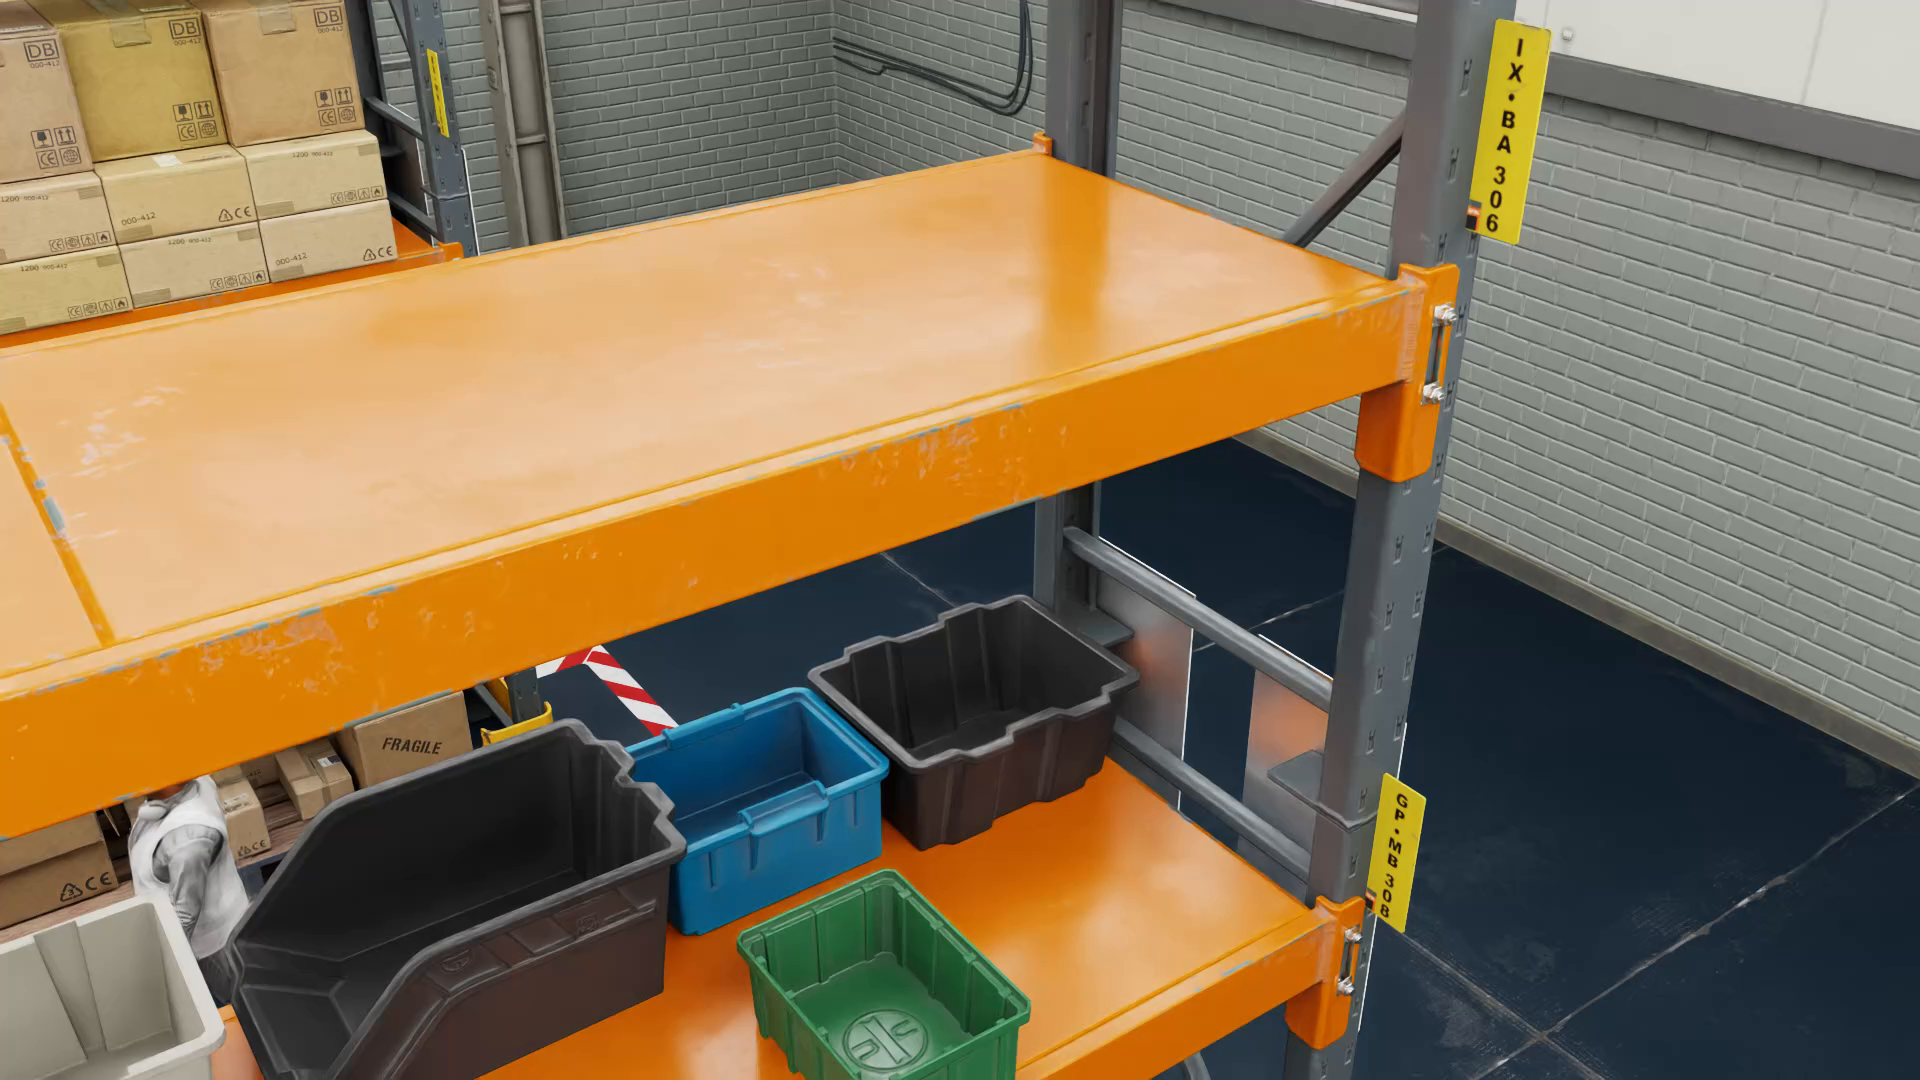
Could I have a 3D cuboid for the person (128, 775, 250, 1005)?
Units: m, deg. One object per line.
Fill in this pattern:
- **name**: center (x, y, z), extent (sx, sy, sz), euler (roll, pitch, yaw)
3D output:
- **person**: center (-2.853, 1.410, 6.012), extent (0.995, 1.720, 0.552), euler (-16, 32, -28)
